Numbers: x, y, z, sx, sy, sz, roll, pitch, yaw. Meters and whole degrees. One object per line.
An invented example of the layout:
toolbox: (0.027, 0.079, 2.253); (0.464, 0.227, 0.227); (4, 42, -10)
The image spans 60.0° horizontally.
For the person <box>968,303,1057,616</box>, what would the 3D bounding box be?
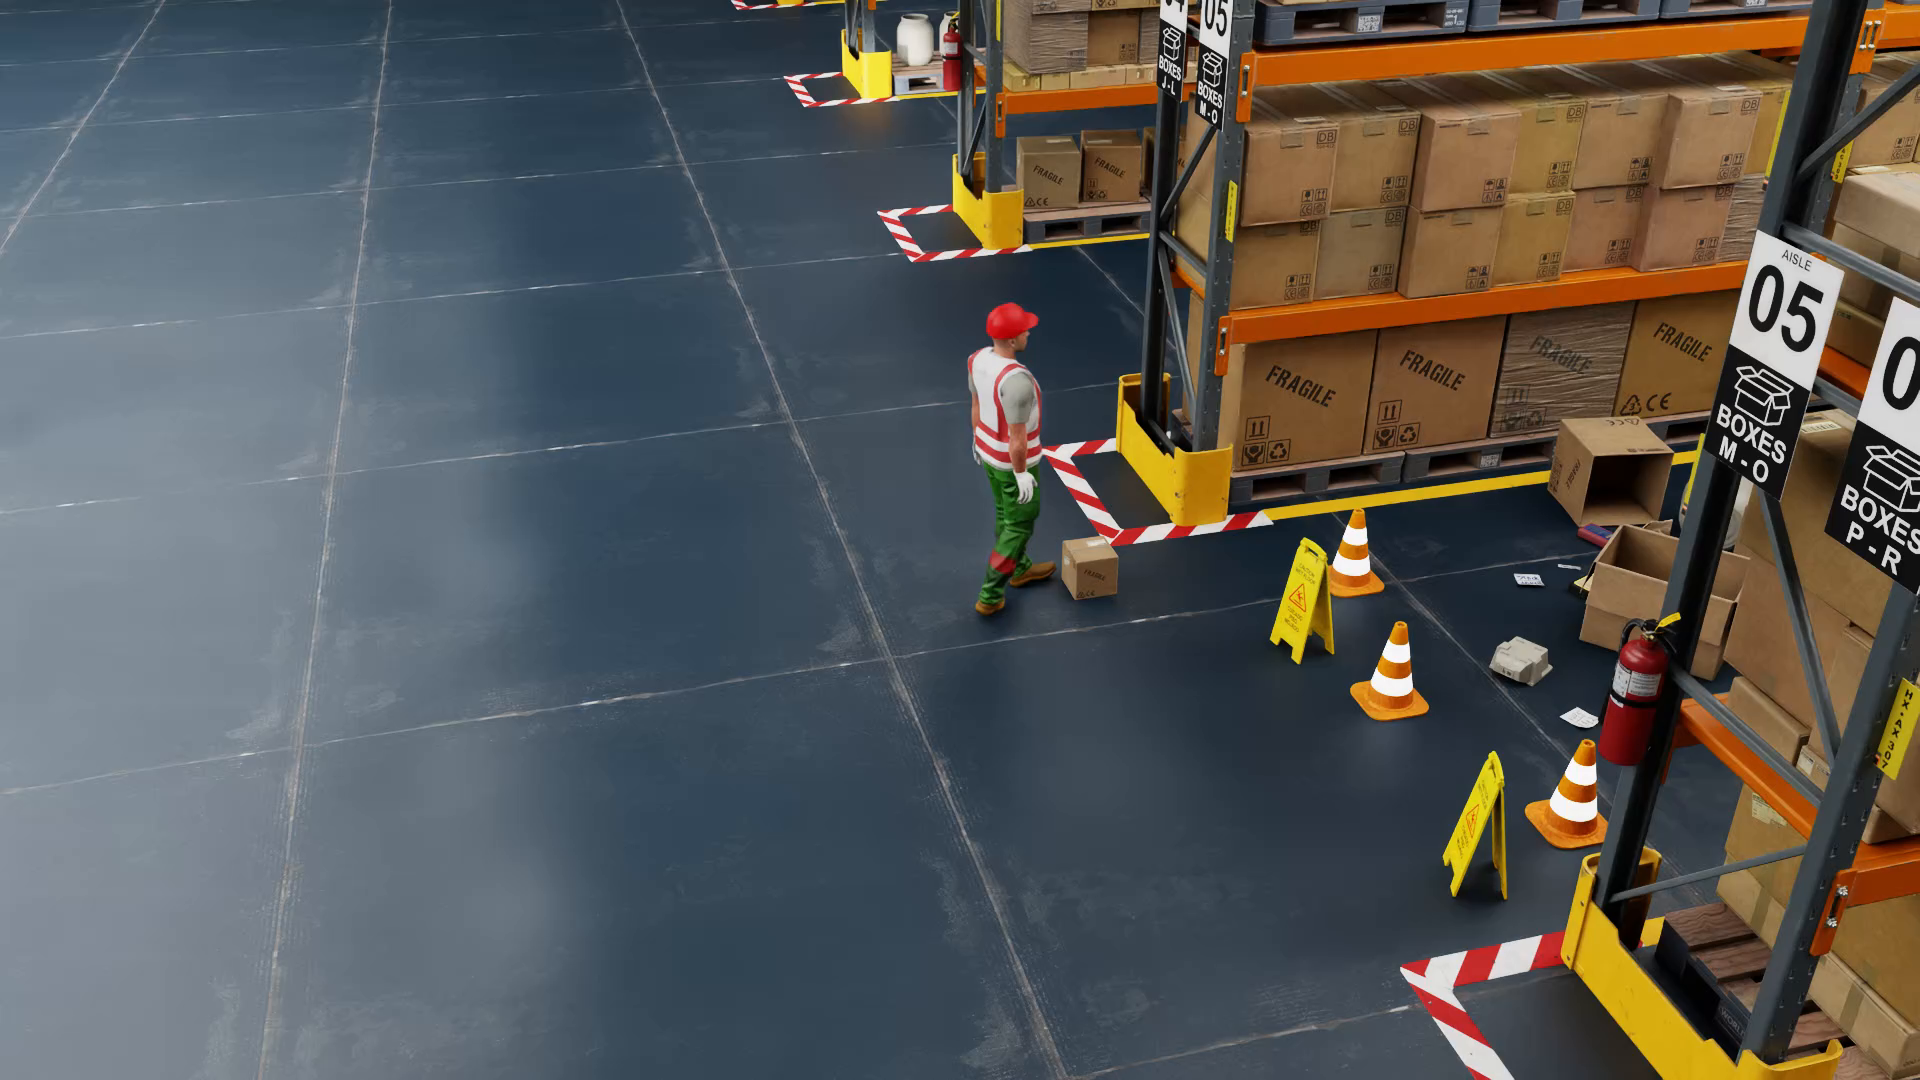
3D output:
person: (0.296, -0.467, 9.018); (0.659, 1.791, 0.584); (-16, 34, -25)
